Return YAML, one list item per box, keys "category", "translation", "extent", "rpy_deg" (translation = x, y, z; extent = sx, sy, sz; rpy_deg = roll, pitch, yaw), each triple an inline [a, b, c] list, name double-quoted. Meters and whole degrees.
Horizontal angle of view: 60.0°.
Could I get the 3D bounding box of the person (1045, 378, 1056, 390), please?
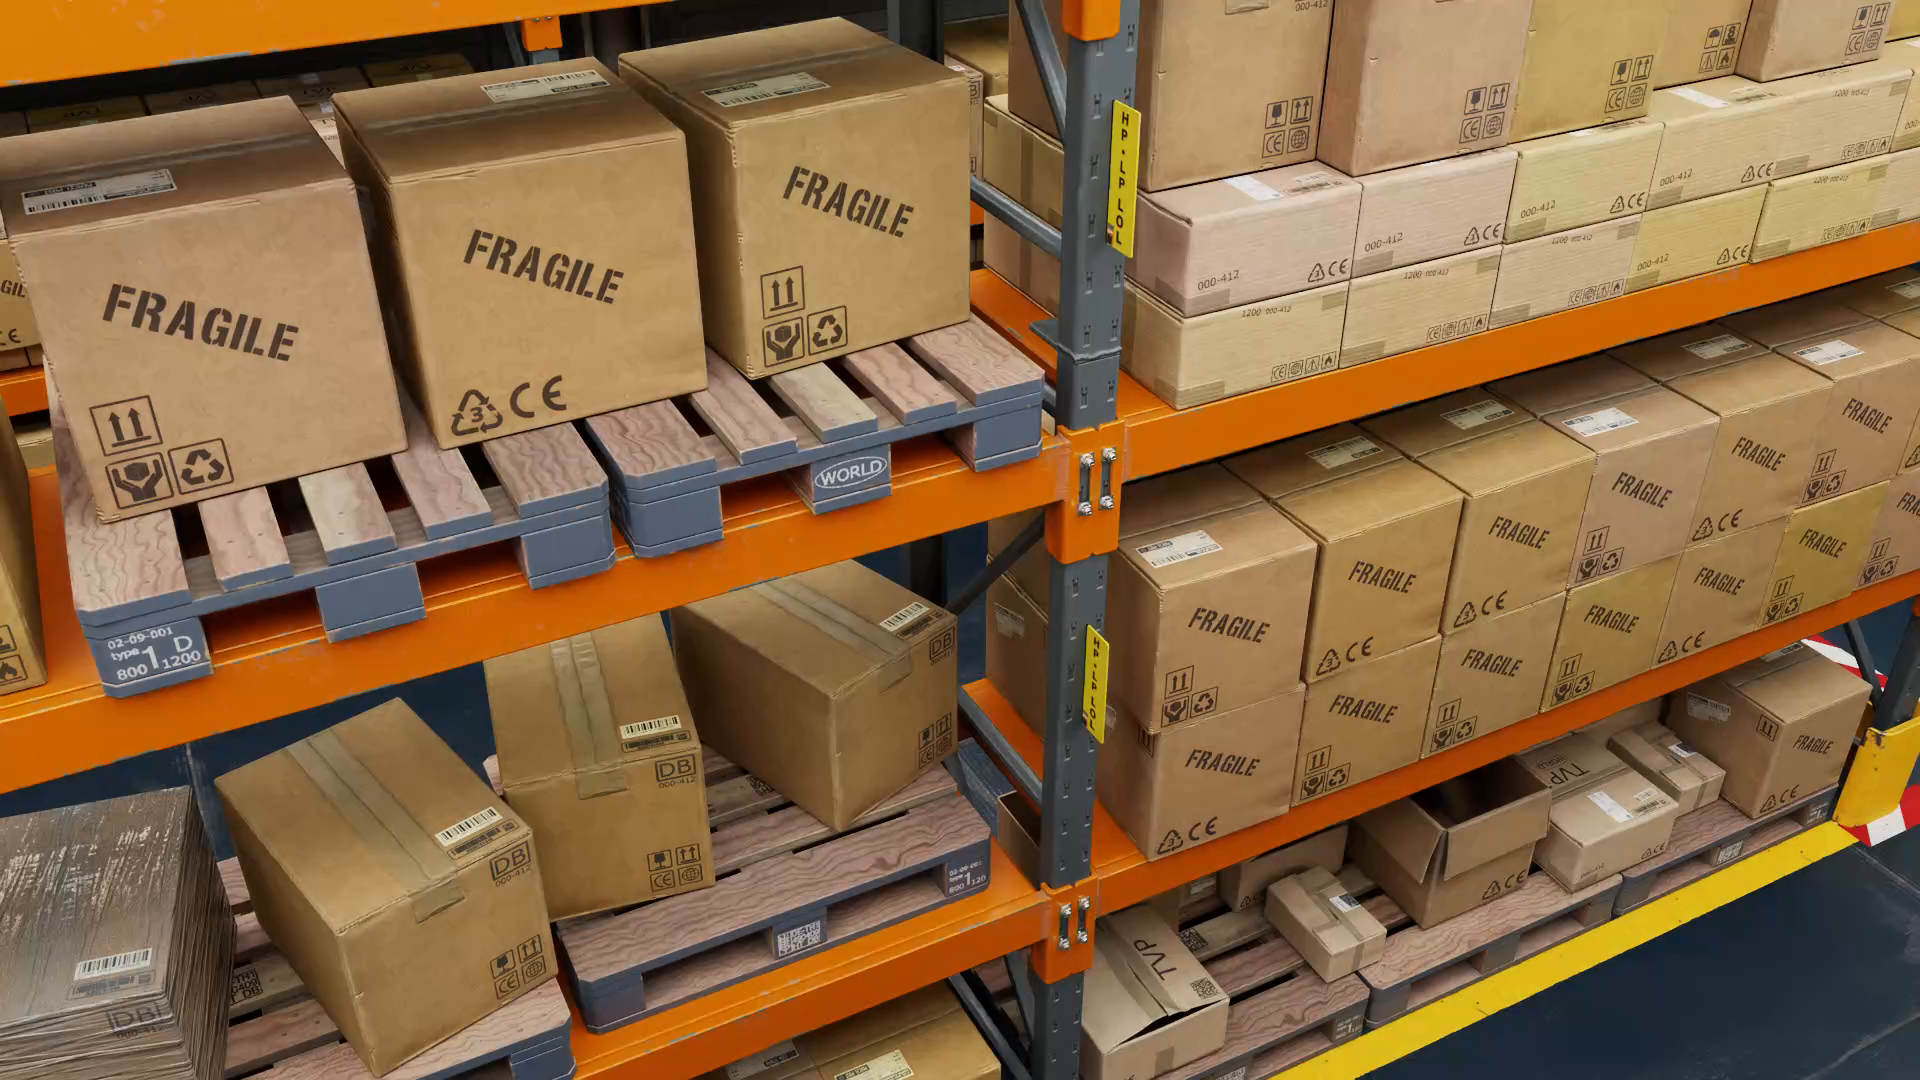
- category: "person"
  translation: [0.540, -0.804, 8.410]
  extent: [0.646, 1.774, 0.419]
  rpy_deg: [-16, 36, -24]
